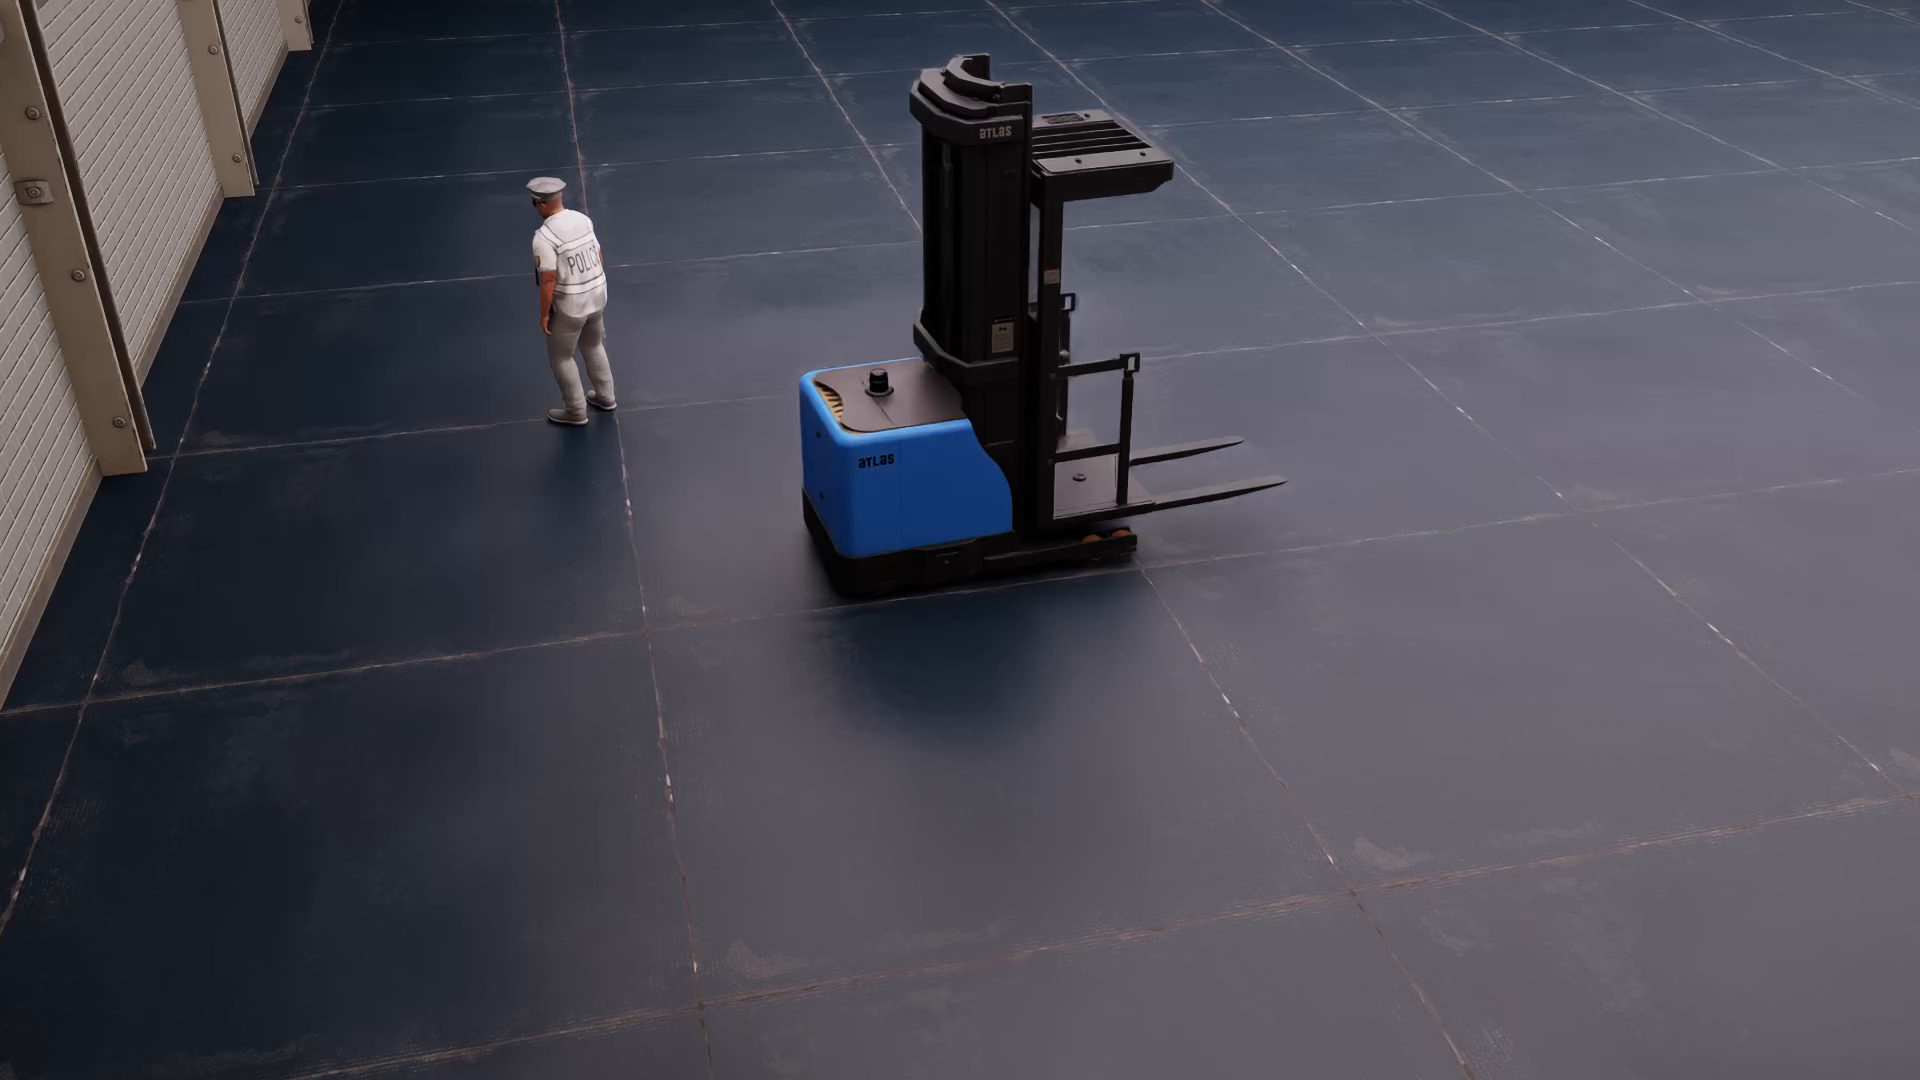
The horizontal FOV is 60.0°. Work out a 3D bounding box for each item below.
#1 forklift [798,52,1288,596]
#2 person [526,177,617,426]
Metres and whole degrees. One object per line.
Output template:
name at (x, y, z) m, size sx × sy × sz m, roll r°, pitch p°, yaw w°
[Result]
forklift at (0.577, -1.372, 9.944) m, size 3.031 × 2.935 × 1.130 m, roll -10°, pitch 31°, yaw -16°
person at (-2.705, -1.655, 11.614) m, size 0.442 × 1.746 × 0.590 m, roll 18°, pitch 35°, yaw 28°
